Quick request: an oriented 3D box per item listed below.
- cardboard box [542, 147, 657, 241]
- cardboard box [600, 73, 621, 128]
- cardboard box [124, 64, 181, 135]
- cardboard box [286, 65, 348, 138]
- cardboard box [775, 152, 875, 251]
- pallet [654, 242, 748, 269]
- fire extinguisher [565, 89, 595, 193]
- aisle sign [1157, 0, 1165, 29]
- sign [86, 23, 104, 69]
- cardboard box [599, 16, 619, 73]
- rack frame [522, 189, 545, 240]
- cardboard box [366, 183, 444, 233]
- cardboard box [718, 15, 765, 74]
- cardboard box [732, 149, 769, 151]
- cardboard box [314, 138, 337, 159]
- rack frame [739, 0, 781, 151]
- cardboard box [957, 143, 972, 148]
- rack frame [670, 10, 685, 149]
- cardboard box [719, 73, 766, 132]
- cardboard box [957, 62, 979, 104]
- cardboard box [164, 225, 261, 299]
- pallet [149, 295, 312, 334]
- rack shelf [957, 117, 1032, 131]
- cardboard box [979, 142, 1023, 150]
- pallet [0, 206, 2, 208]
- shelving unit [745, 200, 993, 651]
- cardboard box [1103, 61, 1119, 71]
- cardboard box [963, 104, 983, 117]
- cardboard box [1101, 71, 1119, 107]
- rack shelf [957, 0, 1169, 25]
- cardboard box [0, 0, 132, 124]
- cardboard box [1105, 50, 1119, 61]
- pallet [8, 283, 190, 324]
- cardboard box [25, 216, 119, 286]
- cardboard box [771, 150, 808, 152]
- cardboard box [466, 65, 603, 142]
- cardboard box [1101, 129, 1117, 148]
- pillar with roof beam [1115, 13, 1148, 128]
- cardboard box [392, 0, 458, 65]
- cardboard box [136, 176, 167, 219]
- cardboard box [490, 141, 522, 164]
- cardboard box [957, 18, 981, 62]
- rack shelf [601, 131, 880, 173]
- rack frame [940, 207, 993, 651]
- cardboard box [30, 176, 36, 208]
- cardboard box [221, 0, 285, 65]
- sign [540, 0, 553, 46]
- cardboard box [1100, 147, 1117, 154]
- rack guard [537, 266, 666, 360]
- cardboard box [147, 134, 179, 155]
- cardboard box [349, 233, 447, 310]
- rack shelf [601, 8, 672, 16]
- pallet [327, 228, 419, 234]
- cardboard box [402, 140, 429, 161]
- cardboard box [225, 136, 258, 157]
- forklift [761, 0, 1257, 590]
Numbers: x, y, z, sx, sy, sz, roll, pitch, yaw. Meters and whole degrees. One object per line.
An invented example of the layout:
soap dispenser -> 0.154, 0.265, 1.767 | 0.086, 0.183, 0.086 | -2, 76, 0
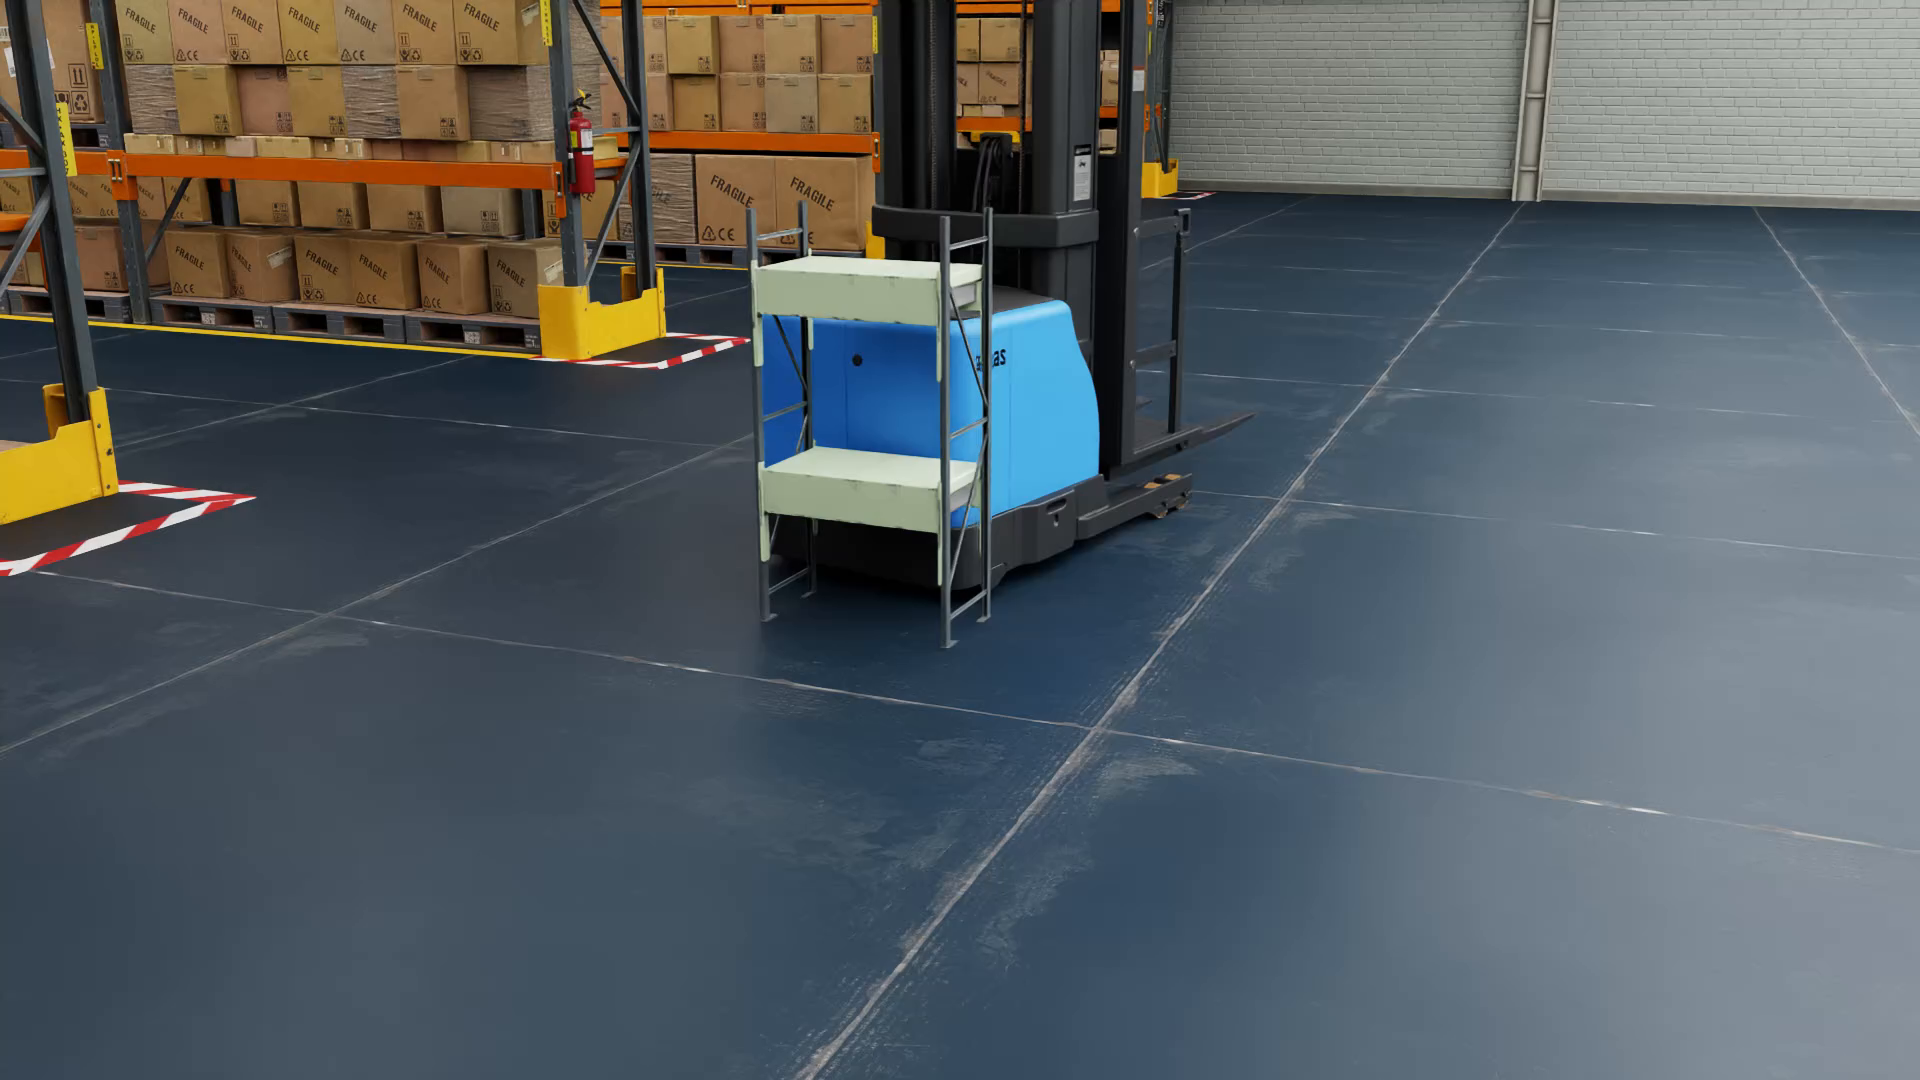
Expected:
cardboard box -> -3.728, -3.617, 17.311 | 0.875, 0.875, 0.875 | 7, 17, 21
cardboard box -> -3.419, -4.505, 17.044 | 0.550, 0.550, 0.875 | 6, 17, 21
cardboard box -> -5.805, -3.371, 12.693 | 0.500, 0.500, 0.875 | 6, 17, 21
cardboard box -> -4.401, -3.224, 12.186 | 0.500, 0.500, 0.875 | 6, 17, 21
cardboard box -> -1.221, -3.343, 16.366 | 0.875, 0.875, 0.875 | 6, 17, 21
pallet -> -2.469, -2.957, 16.980 | 1.213, 0.211, 1.003 | 6, 17, 21
fire extinguisher -> -2.542, -2.665, 11.111 | 0.183, 0.674, 0.296 | 6, 17, 21
aisle sign -> 2.927, -7.857, 24.194 | 0.004, 0.787, 0.394 | 6, 17, 21
sign -> -6.401, -3.654, 12.303 | 0.005, 0.325, 0.100 | 6, 17, 21
cardboard box -> -3.402, -5.036, 16.935 | 0.550, 0.550, 0.875 | 6, 17, 21
rack frame -> -4.287, -4.518, 17.357 | 0.127, 3.000, 1.000 | 6, 17, 21
cardboard box -> -5.793, -3.779, 18.094 | 0.750, 0.750, 1.050 | 6, 17, 21
cardboard box -> -1.913, -4.873, 16.372 | 0.550, 0.550, 0.875 | 6, 17, 21
cardboard box -> -3.282, -6.439, 27.478 | 0.625, 0.625, 0.875 | 7, 18, 22
cardboard box -> -4.462, -2.858, 12.088 | 0.250, 0.149, 0.380 | 6, 17, 21
rack frame -> -2.565, -5.813, 21.815 | 0.127, 3.000, 1.000 | 6, 17, 21
cardboard box -> -0.171, -4.711, 20.856 | 0.500, 0.500, 0.500 | 7, 18, 23
rack frame -> -4.468, -7.509, 27.660 | 0.127, 3.000, 1.000 | 6, 17, 21
cardboard box -> -1.922, -4.348, 16.501 | 0.550, 0.550, 0.875 | 6, 17, 21
cardboard box -> 0.086, -5.631, 20.476 | 0.500, 0.500, 0.500 | 6, 17, 21
cardboard box -> -5.843, -2.192, 13.075 | 0.500, 0.500, 0.500 | 6, 17, 19
pallet -> -5.563, -1.844, 13.146 | 1.213, 0.211, 1.003 | 6, 17, 21
rack shelf -> -0.704, -5.262, 21.211 | 4.000, 0.370, 1.077 | 6, 17, 21
cardboard box -> 0.485, -4.801, 21.165 | 0.500, 0.500, 0.500 | 6, 17, 19
pallet -> -12.367, -4.057, 20.770 | 1.213, 0.211, 1.003 | 6, 17, 21
shelving unit -> -0.312, -0.425, 5.948 | 0.755, 1.500, 0.431 | 7, 18, 23
cardboard box -> 2.300, -7.032, 24.672 | 0.250, 0.149, 0.380 | 7, 17, 22
cardboard box -> 0.223, -5.294, 20.481 | 0.250, 0.149, 0.380 | 6, 17, 20
cardboard box -> 2.420, -6.721, 24.766 | 0.500, 0.500, 0.500 | 6, 17, 19
rack shelf -> 1.114, -7.991, 25.228 | 4.000, 0.370, 1.077 | 6, 17, 21
cardboard box -> -6.889, -3.850, 13.225 | 1.000, 1.000, 1.000 | 6, 17, 21
cardboard box -> 2.323, -7.193, 24.693 | 0.250, 0.149, 0.380 | 6, 17, 21
pallet -> -6.926, -1.982, 13.624 | 1.213, 0.211, 1.003 | 6, 17, 21
cardboard box -> -7.201, -2.375, 13.670 | 0.500, 0.500, 0.700 | 6, 17, 20
cardboard box -> -2.115, -4.923, 21.586 | 0.500, 0.500, 0.500 | 7, 18, 23
cardboard box -> -2.981, -3.087, 11.715 | 0.500, 0.500, 0.875 | 6, 17, 21
cardboard box -> 2.431, -6.019, 24.911 | 0.500, 0.250, 0.500 | 7, 18, 22
pillar with roof beam -> 1.078, -8.761, 21.210 | 0.400, 9.000, 9.100 | 6, 17, 21
cardboard box -> -3.549, -3.546, 11.502 | 0.500, 0.500, 0.500 | 6, 17, 21
cardboard box -> -9.198, -3.982, 19.241 | 0.500, 0.500, 0.500 | 7, 18, 23
cardboard box -> -3.053, -2.714, 11.592 | 0.250, 0.149, 0.380 | 6, 17, 21
cardboard box -> 0.133, -6.124, 20.381 | 0.500, 0.500, 0.700 | 6, 17, 21
rack shelf -> -2.426, -3.968, 16.753 | 4.000, 0.370, 1.077 | 6, 17, 21
rack frame -> 0.023, -0.384, 5.806 | 0.023, 1.500, 0.400 | 7, 18, 23
cardboard box -> -10.646, -4.140, 19.784 | 0.500, 0.500, 0.500 | 7, 18, 23
cardboard box -> -4.945, -3.699, 12.030 | 0.500, 0.500, 0.500 | 6, 17, 21
sign -> -2.702, -3.399, 10.858 | 0.005, 0.325, 0.100 | 6, 17, 21
cardboard box -> 2.407, -5.781, 24.989 | 0.500, 0.250, 0.500 | 6, 17, 20
rack guard -> -2.551, -1.640, 11.928 | 0.348, 0.500, 1.175 | 6, 17, 21
cardboard box -> -5.883, -2.993, 12.553 | 0.250, 0.149, 0.380 | 6, 17, 21
cardboard box -> -4.199, -2.024, 12.495 | 0.500, 0.500, 0.500 | 8, 18, 26
rack shelf -> -6.328, -8.809, 28.047 | 4.000, 0.370, 1.077 | 6, 17, 21
pallet -> -6.171, -3.363, 18.379 | 1.213, 0.211, 1.003 | 6, 17, 21
cardboard box -> -3.749, -2.792, 11.861 | 0.250, 0.149, 0.380 | 6, 17, 21
cardboard box -> -5.187, -2.915, 12.285 | 0.250, 0.149, 0.380 | 6, 17, 21
forklift -> 0.419, -1.569, 7.320 | 1.130, 2.935, 3.031 | 11, 19, 33
